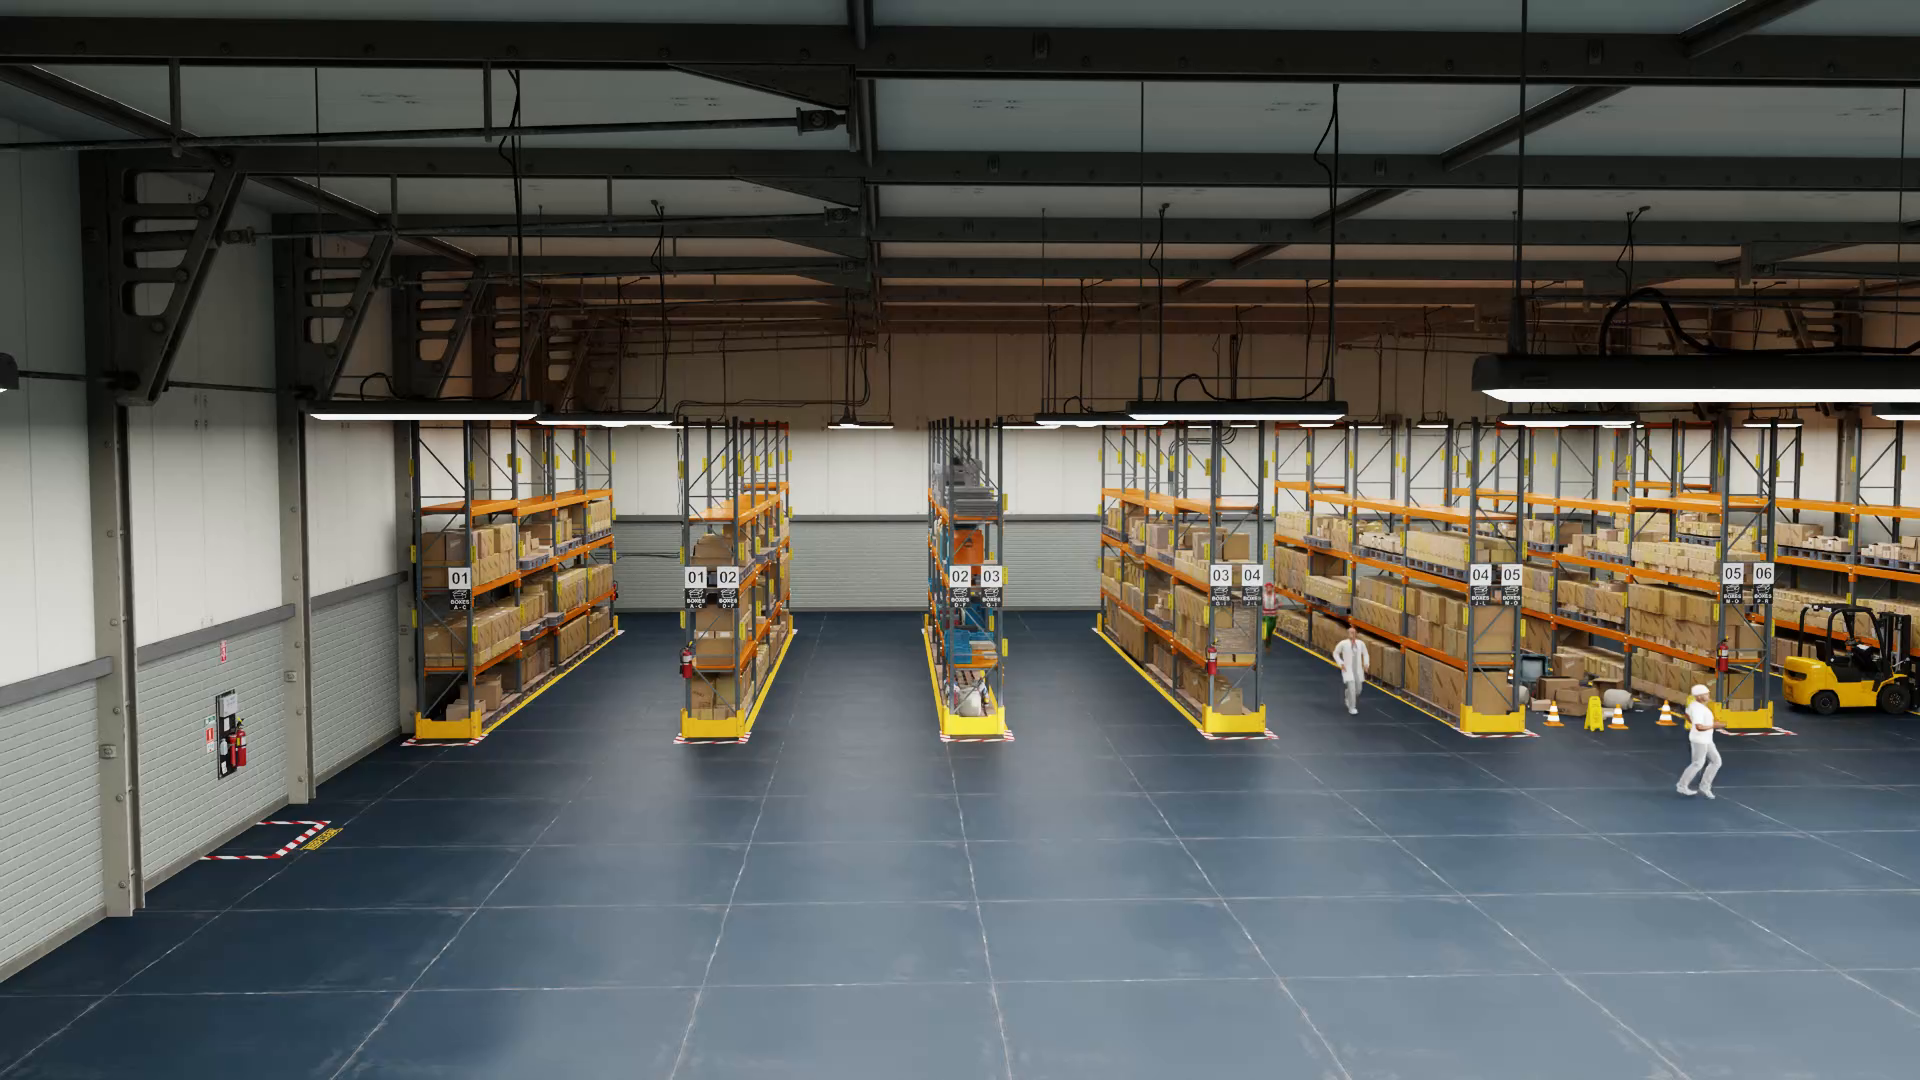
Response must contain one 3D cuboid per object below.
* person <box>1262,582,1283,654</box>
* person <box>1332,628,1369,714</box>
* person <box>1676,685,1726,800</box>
[{"bbox_3d":[8.067,2.002,43.239,0.629,1.815,0.916,0,4,1],"label":"person"},{"bbox_3d":[7.949,2.643,33.832,0.752,1.732,0.774,-1,4,-10],"label":"person"},{"bbox_3d":[11.555,3.155,25.883,0.706,1.812,0.673,2,4,33],"label":"person"}]
